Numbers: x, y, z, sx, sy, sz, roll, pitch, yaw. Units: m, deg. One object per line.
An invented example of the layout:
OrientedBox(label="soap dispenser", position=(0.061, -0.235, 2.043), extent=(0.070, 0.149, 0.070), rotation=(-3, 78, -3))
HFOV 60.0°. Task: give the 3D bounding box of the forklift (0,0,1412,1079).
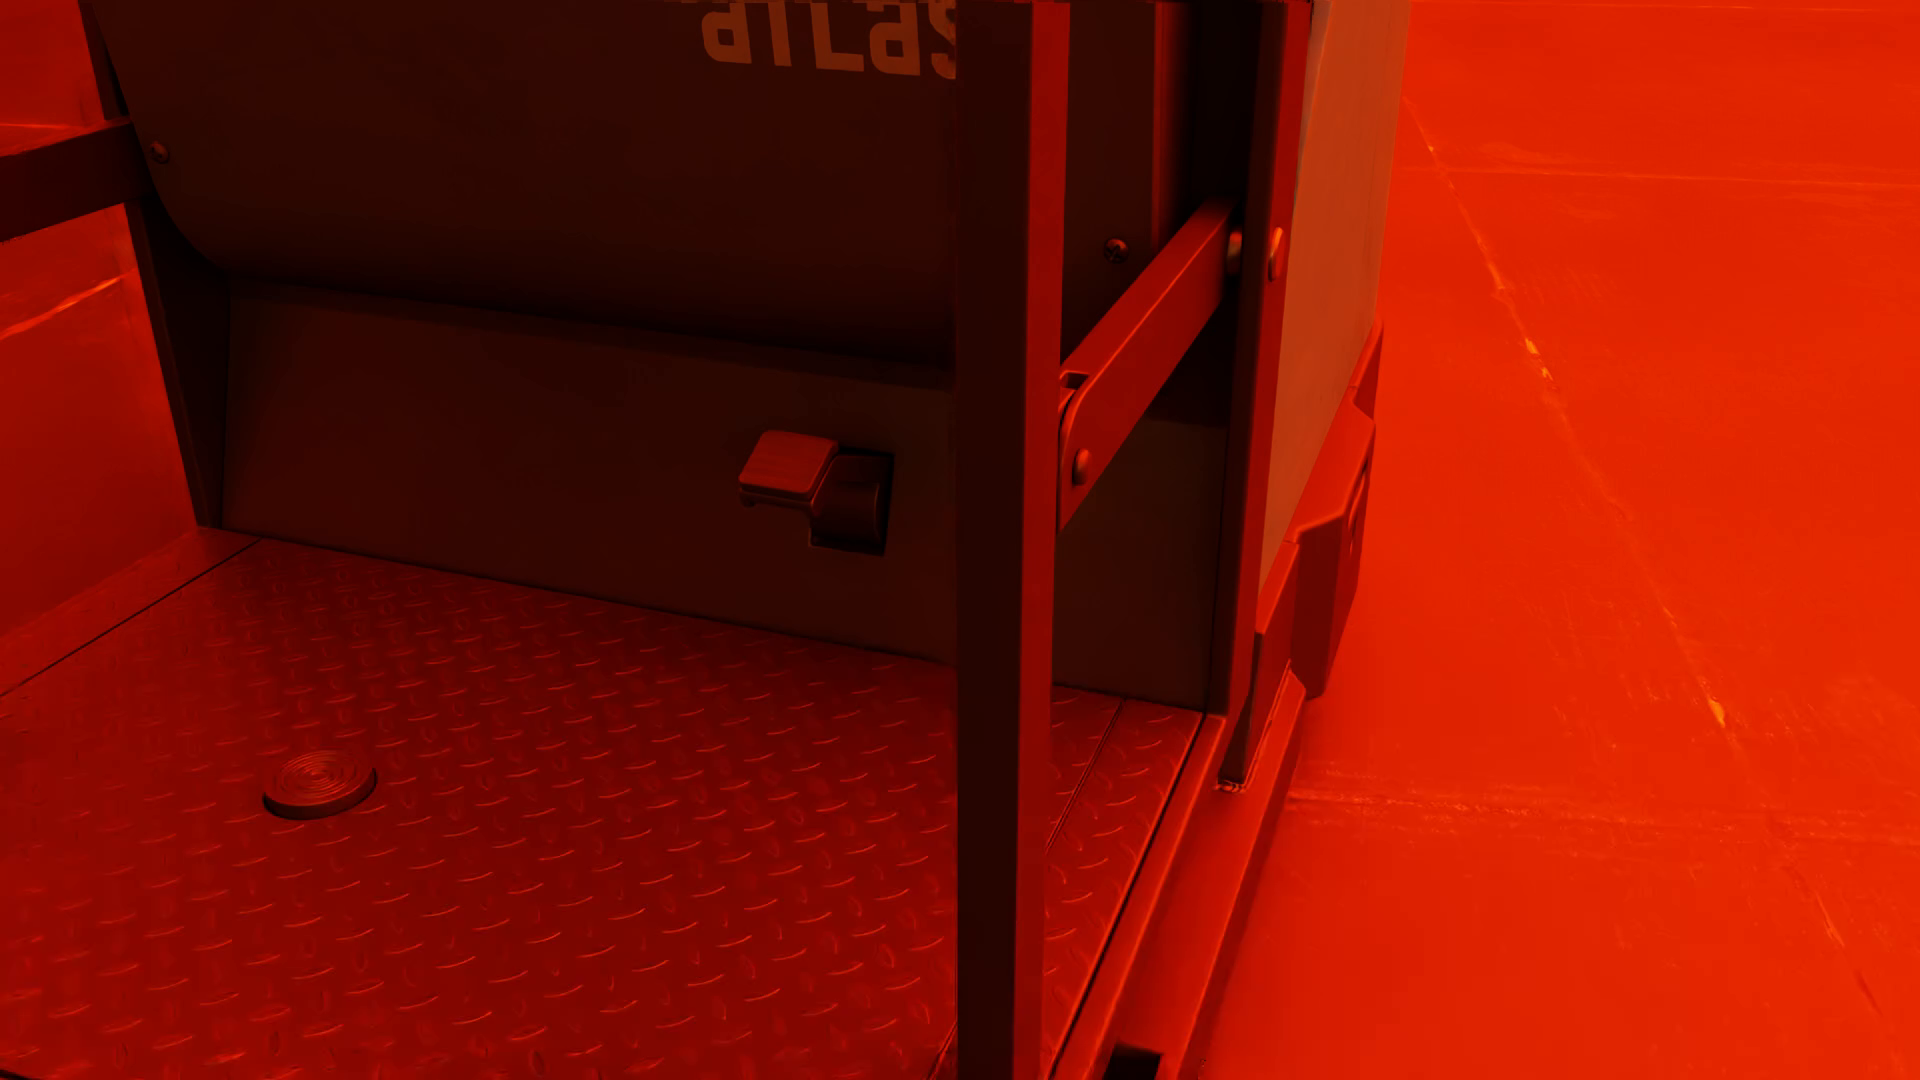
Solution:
OrientedBox(label="forklift", position=(-0.352, -0.838, 0.896), extent=(1.130, 2.935, 3.031), rotation=(9, 28, 18))
